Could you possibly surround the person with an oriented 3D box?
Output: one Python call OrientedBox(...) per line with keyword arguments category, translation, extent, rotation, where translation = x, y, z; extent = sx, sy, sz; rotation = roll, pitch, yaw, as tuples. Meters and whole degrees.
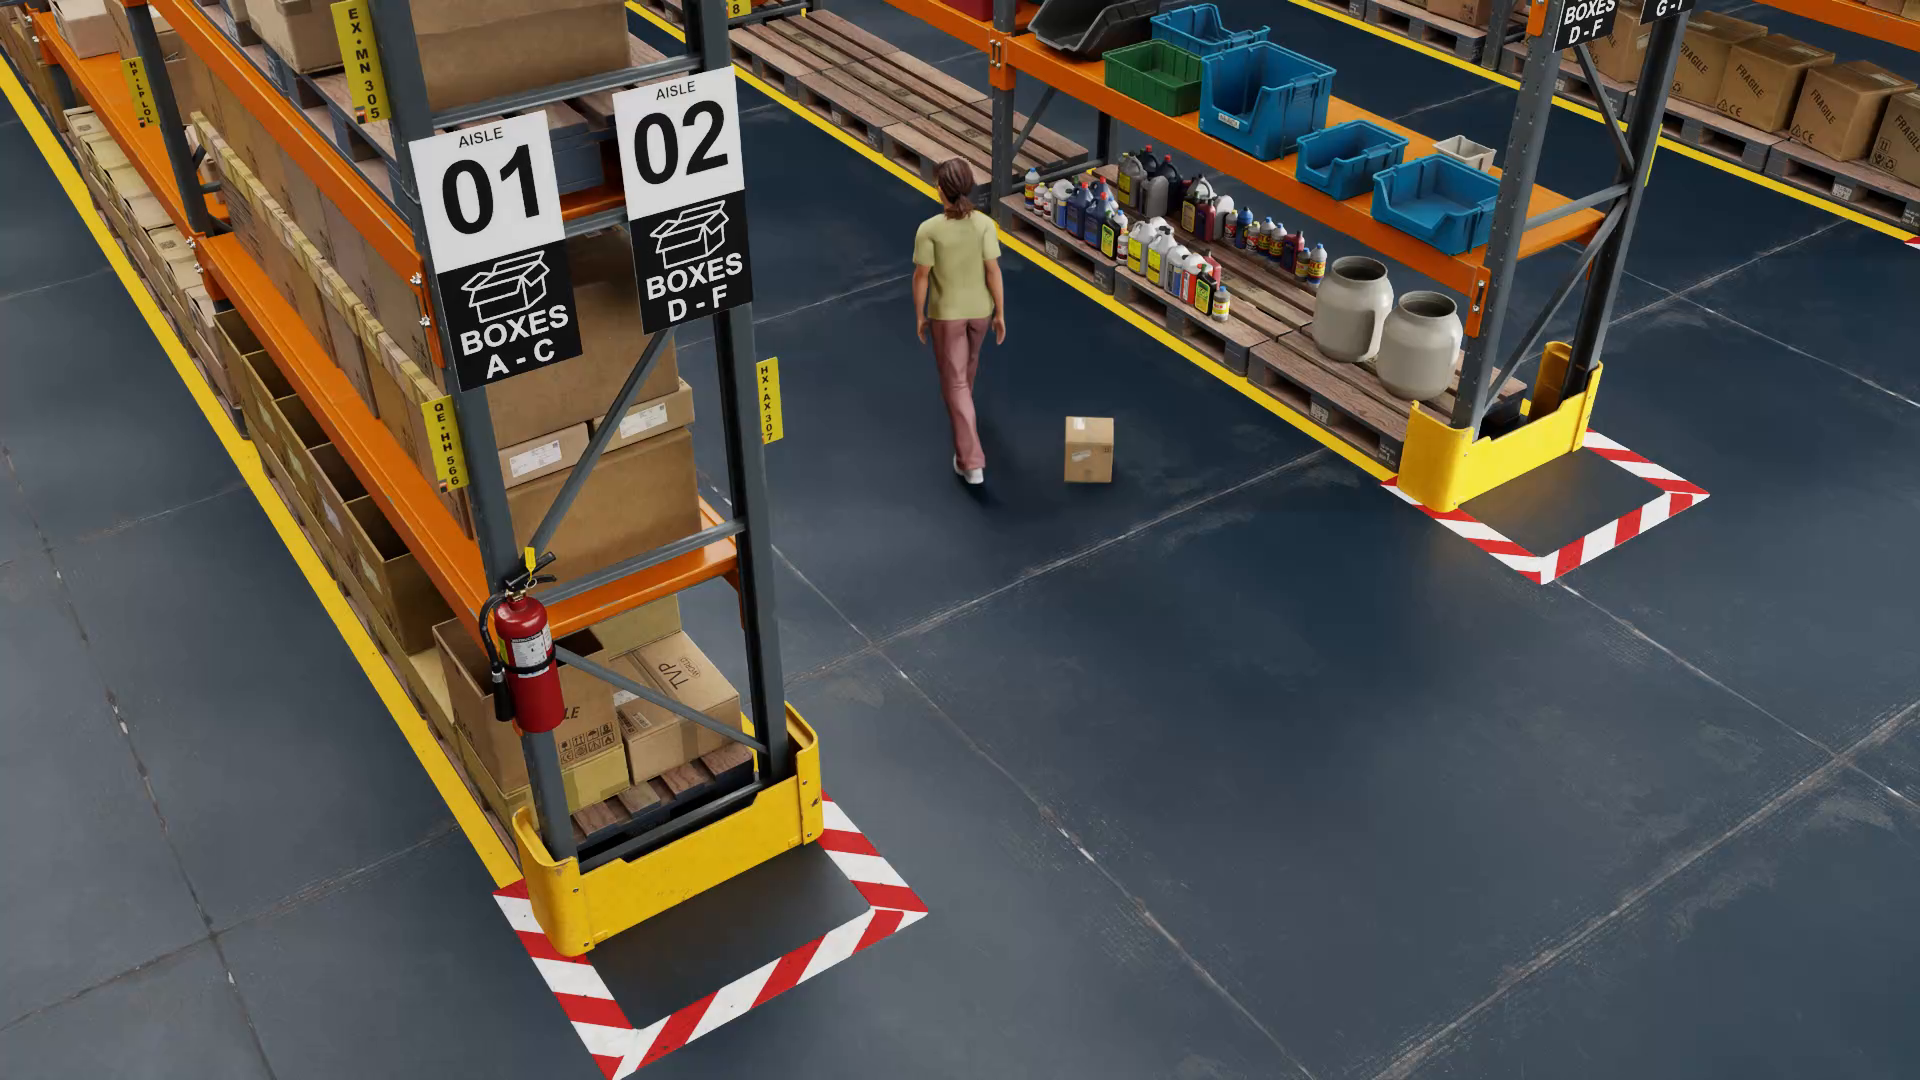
OrientedBox(category="person", translation=(-0.022, -1.184, 8.641), extent=(0.451, 1.604, 1.097), rotation=(-10, 38, -13))
